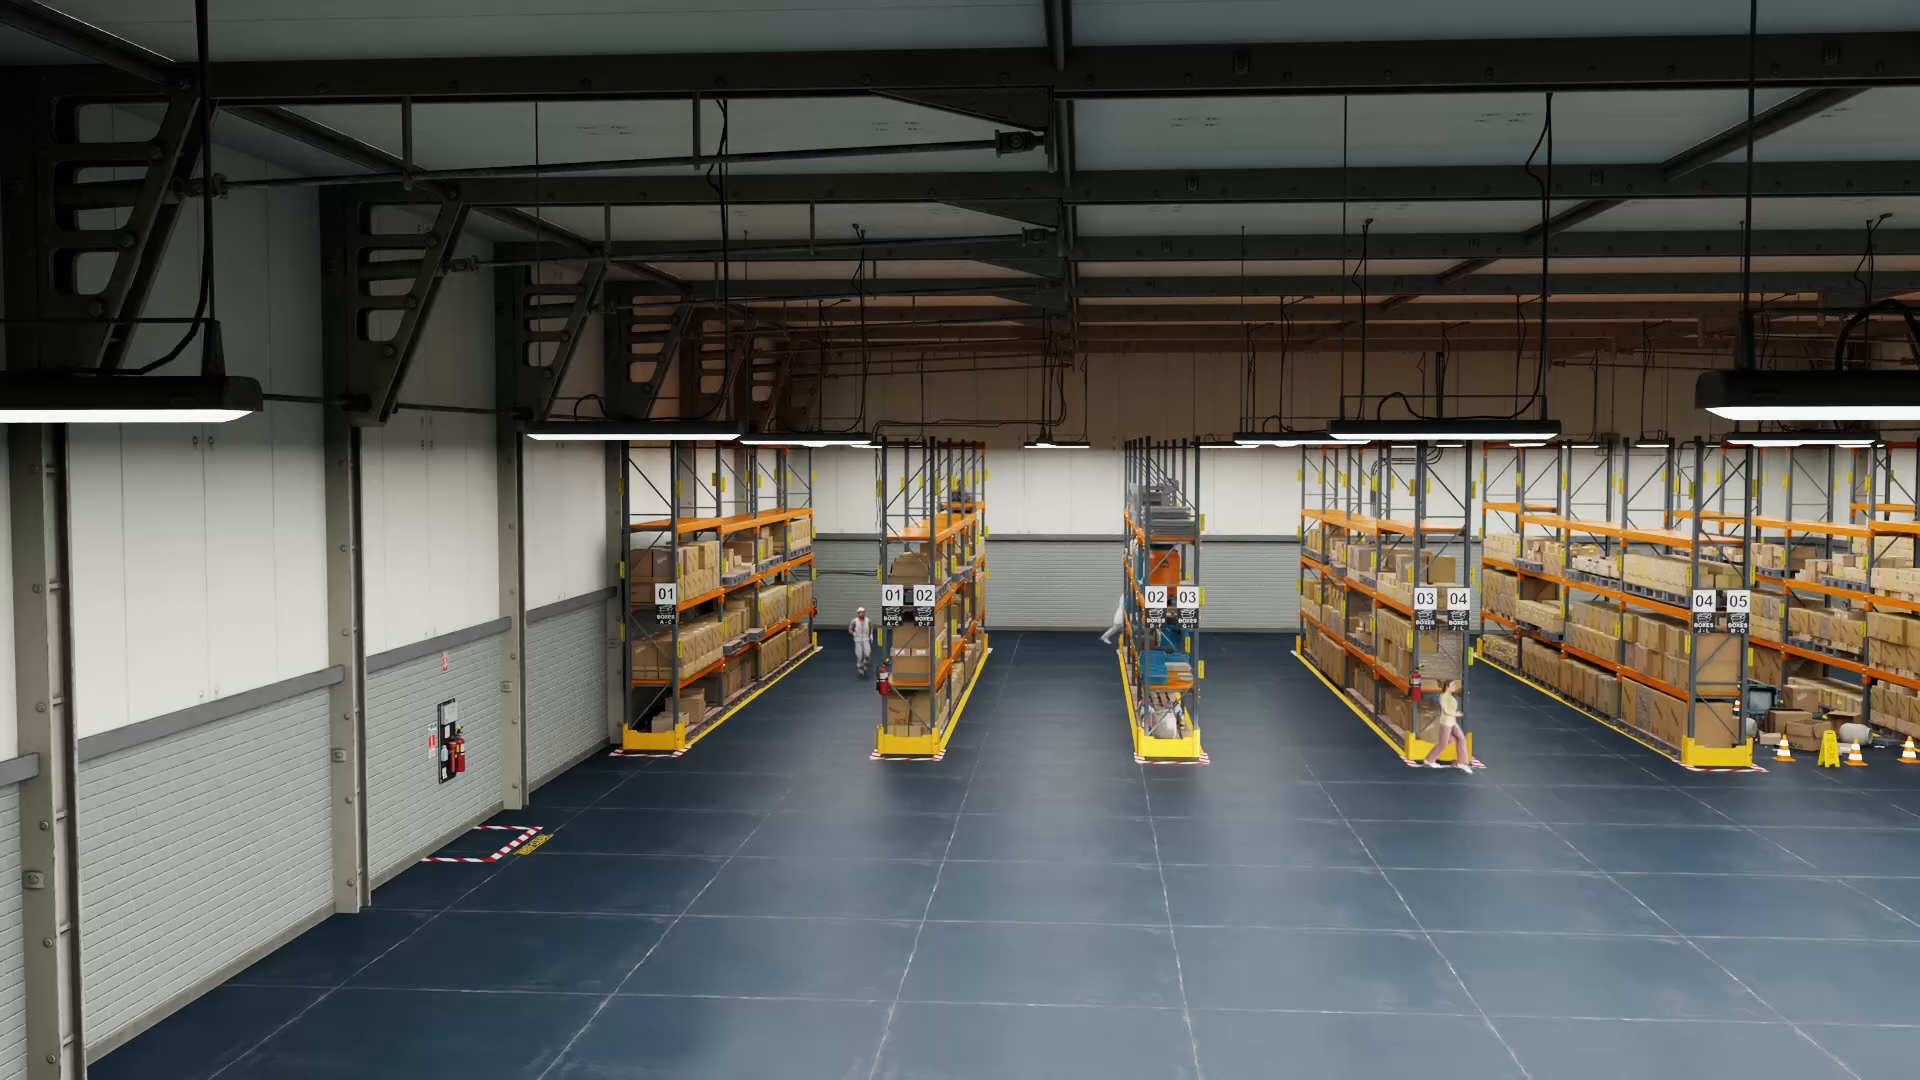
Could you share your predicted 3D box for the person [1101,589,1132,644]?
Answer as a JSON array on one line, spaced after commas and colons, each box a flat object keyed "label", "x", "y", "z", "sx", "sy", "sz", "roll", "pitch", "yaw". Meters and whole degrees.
[{"label": "person", "x": 4.672, "y": 2.289, "z": 48.868, "sx": 1.059, "sy": 1.746, "sz": 0.753, "roll": 0, "pitch": 3, "yaw": 8}]

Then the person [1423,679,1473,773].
[{"label": "person", "x": 8.683, "y": 3.309, "z": 29.615, "sx": 0.869, "sy": 1.690, "sz": 0.586, "roll": 2, "pitch": 3, "yaw": 29}]

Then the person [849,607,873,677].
[{"label": "person", "x": -2.488, "y": 2.590, "z": 42.087, "sx": 0.652, "sy": 1.776, "sz": 0.676, "roll": -1, "pitch": 3, "yaw": -9}]

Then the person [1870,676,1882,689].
[{"label": "person", "x": 20.724, "y": 2.931, "z": 37.545, "sx": 0.646, "sy": 1.600, "sz": 0.620, "roll": 0, "pitch": 3, "yaw": 1}]
